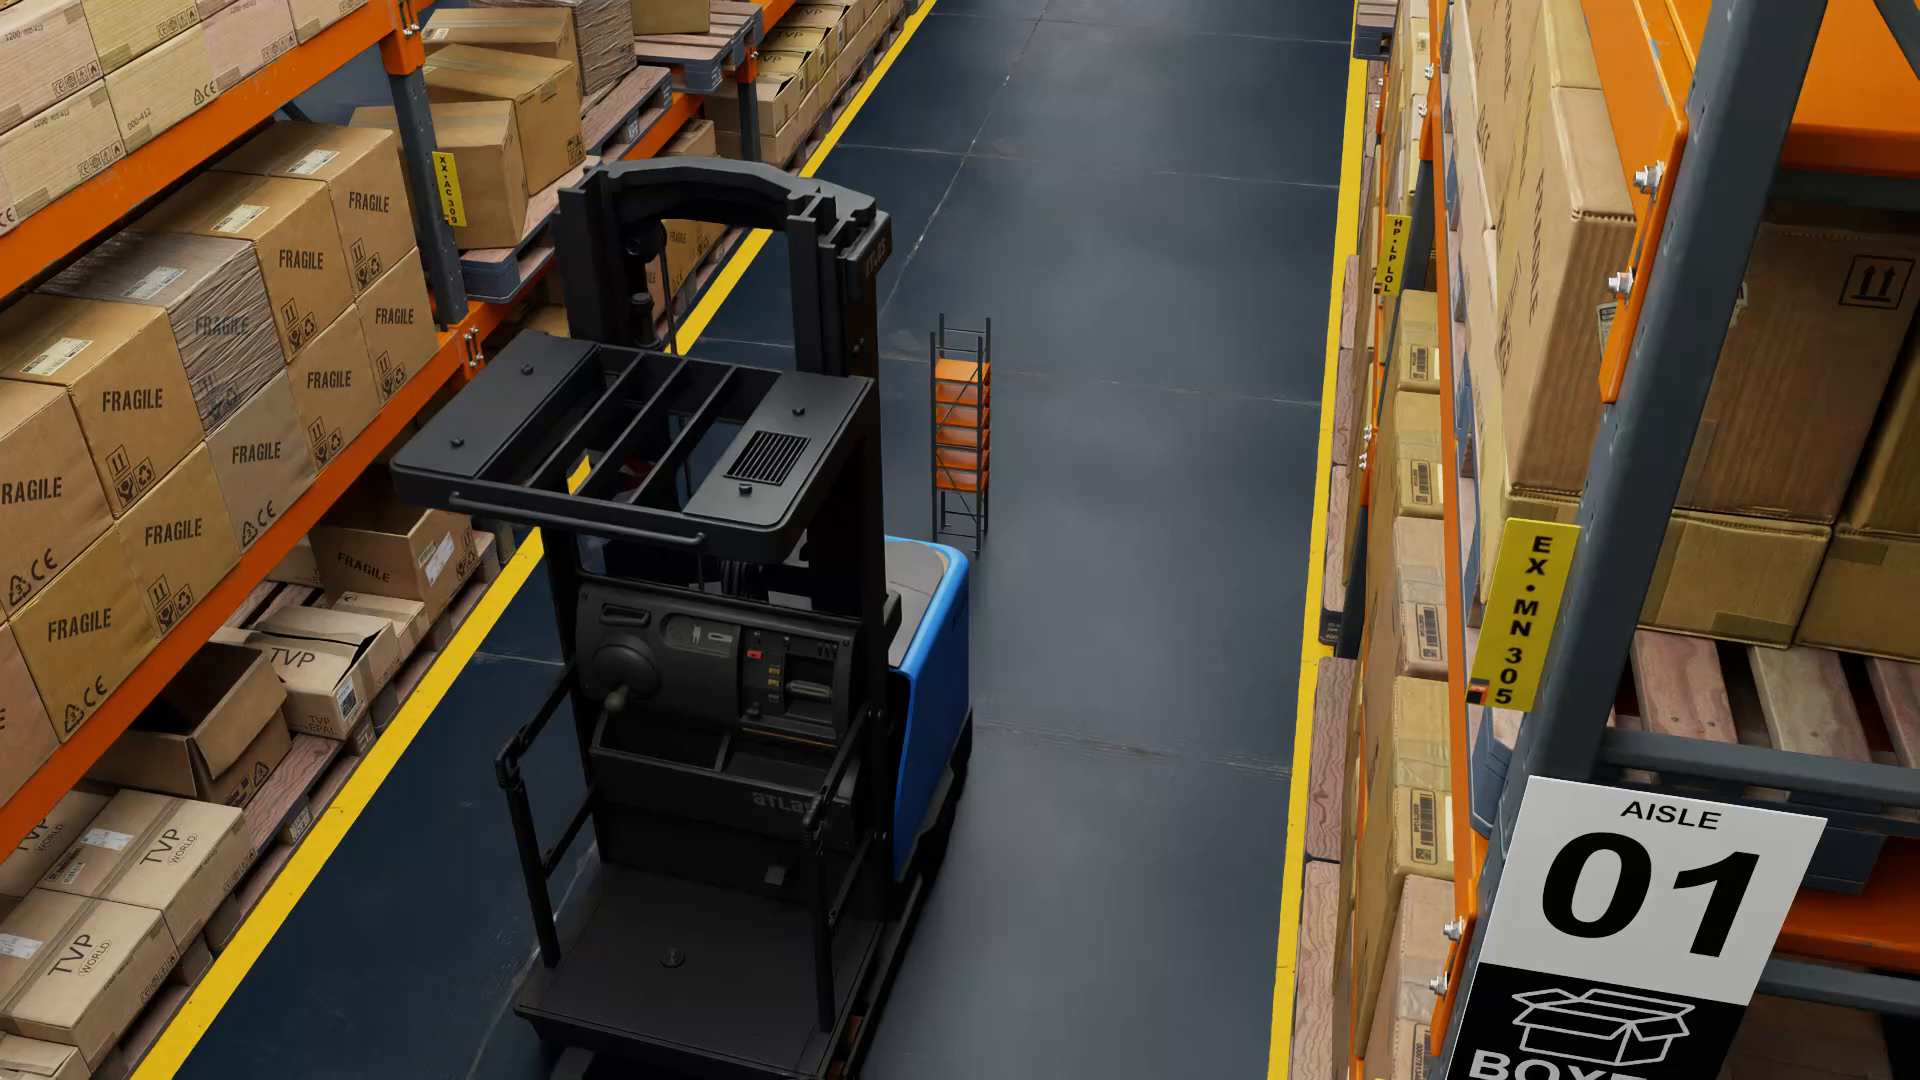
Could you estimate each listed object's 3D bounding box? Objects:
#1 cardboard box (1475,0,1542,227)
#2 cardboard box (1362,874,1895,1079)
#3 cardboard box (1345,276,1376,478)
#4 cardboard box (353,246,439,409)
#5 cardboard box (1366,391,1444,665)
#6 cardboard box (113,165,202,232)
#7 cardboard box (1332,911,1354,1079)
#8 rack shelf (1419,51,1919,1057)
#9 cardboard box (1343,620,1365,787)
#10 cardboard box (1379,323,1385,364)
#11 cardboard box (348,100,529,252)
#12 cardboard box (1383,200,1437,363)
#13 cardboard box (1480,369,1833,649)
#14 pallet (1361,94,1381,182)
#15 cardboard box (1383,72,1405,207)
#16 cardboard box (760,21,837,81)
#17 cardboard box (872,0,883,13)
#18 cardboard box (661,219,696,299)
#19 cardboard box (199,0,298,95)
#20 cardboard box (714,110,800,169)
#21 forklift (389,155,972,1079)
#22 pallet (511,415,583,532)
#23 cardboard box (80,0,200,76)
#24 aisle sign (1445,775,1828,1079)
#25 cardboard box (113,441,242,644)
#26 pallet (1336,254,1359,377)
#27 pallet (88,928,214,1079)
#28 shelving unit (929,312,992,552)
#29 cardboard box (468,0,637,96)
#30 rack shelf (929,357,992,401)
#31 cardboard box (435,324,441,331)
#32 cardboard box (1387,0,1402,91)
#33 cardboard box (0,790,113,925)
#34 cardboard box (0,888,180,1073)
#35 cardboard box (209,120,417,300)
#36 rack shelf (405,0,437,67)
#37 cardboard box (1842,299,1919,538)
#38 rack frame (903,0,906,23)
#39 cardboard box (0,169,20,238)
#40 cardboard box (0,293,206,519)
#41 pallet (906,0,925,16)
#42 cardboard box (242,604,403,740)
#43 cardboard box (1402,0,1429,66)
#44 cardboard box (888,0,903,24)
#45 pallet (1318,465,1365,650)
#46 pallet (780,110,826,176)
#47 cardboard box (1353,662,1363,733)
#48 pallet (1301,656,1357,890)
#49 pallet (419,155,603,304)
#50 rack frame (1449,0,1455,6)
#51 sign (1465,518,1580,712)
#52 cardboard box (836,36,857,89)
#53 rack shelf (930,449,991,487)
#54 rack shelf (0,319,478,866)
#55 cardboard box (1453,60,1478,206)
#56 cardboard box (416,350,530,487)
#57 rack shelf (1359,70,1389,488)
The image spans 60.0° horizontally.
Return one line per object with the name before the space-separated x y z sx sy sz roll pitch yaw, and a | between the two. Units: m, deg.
cardboard box | 1.416 -0.981 3.538 0.500 0.500 0.500 6 36 8
cardboard box | 1.404 1.311 3.630 0.980 0.700 0.700 9 37 12
cardboard box | 2.358 -0.766 8.224 0.750 0.750 0.750 8 37 11
cardboard box | -2.537 -0.908 6.861 0.500 0.500 0.500 8 37 11
cardboard box | 1.866 0.038 5.386 0.980 0.700 0.700 6 36 9
cardboard box | -3.166 -1.101 6.275 0.500 0.500 0.500 6 36 9
cardboard box | 1.571 1.579 5.288 0.700 0.500 0.500 6 36 8
rack shelf | 1.732 -0.344 4.225 1.077 0.370 4.000 7 37 10
cardboard box | 1.900 0.691 6.513 0.700 0.500 0.500 8 37 11
cardboard box | 1.986 -0.851 7.065 0.380 0.149 0.250 8 37 11
cardboard box | -2.361 -1.640 7.514 0.700 0.500 0.500 -4 36 -6
cardboard box | 2.012 -1.032 6.763 0.500 0.500 0.500 7 36 9
cardboard box | 1.202 -0.091 2.949 0.500 0.250 0.500 8 37 11
pallet | 3.445 -2.876 12.039 1.003 0.211 1.213 7 37 10
cardboard box | 2.328 -1.900 7.960 0.500 0.500 0.500 8 37 11
cardboard box | -1.212 -3.621 12.197 0.500 0.311 0.500 6 36 9
cardboard box | -0.883 -4.489 13.395 0.500 0.311 0.500 8 37 11
cardboard box | -1.908 -1.783 9.909 0.500 0.500 0.500 6 36 8
cardboard box | -2.642 -1.742 5.670 0.500 0.250 0.500 7 37 10
cardboard box | -1.428 -2.799 11.542 0.500 0.250 0.500 7 37 10
forklift | -0.838 0.469 5.106 1.130 2.935 3.031 9 37 13
pallet | -2.544 -0.528 8.799 1.003 0.211 1.213 7 37 10
cardboard box | -2.738 -1.657 5.126 0.500 0.250 0.500 7 37 10
aisle sign | 0.997 0.677 2.545 0.394 0.787 0.004 7 37 10
cardboard box | -2.859 -0.025 5.643 0.500 0.500 0.500 8 37 11
pallet | 2.772 -1.289 9.848 1.003 0.211 1.213 7 37 10
pallet | -3.349 1.736 5.676 1.003 0.211 1.213 7 37 10
shelving unit | 0.003 -0.494 7.909 0.258 1.200 0.189 7 37 10
cardboard box | -2.233 -2.814 9.134 0.700 0.500 0.500 14 38 19
rack shelf | 0.003 -0.750 7.724 0.258 0.103 0.180 7 37 10
cardboard box | -2.741 -0.953 8.764 0.500 0.500 0.500 7 37 10
cardboard box | 2.660 -2.783 9.178 0.500 0.500 0.500 8 37 11
cardboard box | -3.427 1.159 6.063 0.500 0.250 0.500 7 37 10
cardboard box | -3.035 1.480 5.621 0.500 0.250 0.500 7 37 10
cardboard box | -2.536 -1.309 6.563 0.500 0.500 0.500 7 37 10
rack shelf | -2.253 -3.256 8.243 1.077 0.370 4.000 7 37 10
cardboard box | 1.697 -0.330 2.639 0.500 0.500 0.500 6 36 8
rack frame | -0.972 -5.772 13.658 1.000 3.000 0.127 7 37 10
cardboard box | -2.952 -0.881 4.482 0.500 0.250 0.500 7 37 10
cardboard box | -2.859 -0.438 5.361 0.500 0.500 0.500 7 37 10
pallet | -0.761 -5.094 15.099 1.003 0.211 1.213 7 37 10
cardboard box | -2.685 0.517 6.897 0.500 0.311 0.500 7 37 10
cardboard box | 2.448 -2.510 8.162 0.500 0.250 0.500 8 37 10
cardboard box | -0.777 -4.555 13.964 0.500 0.250 0.500 7 37 10
pallet | 2.251 0.110 7.918 1.003 0.211 1.213 7 37 10
pallet | -1.612 -2.817 11.957 1.003 0.211 1.213 7 37 10
cardboard box | 1.648 0.602 6.083 0.380 0.149 0.250 8 37 12
pallet | 1.921 0.988 6.707 1.003 0.211 1.213 7 37 10
pallet | -2.403 -1.553 8.000 1.003 0.211 1.213 7 37 10
rack frame | 2.160 -2.996 4.716 1.000 3.000 0.127 7 37 10
sign | 0.778 0.109 2.300 0.100 0.325 0.005 7 37 10
cardboard box | -1.106 -3.680 12.757 0.500 0.250 0.500 8 37 11
rack shelf | 0.003 -0.361 8.006 0.258 0.103 0.180 7 37 10
rack shelf | -3.108 0.252 5.959 1.077 0.370 4.000 7 37 10
cardboard box | 1.529 -0.983 4.179 0.500 0.250 0.500 6 36 9
cardboard box | -2.339 -0.599 8.275 0.500 0.500 0.500 6 36 8
rack shelf | 2.587 -1.423 8.270 1.077 0.370 4.000 7 37 10
